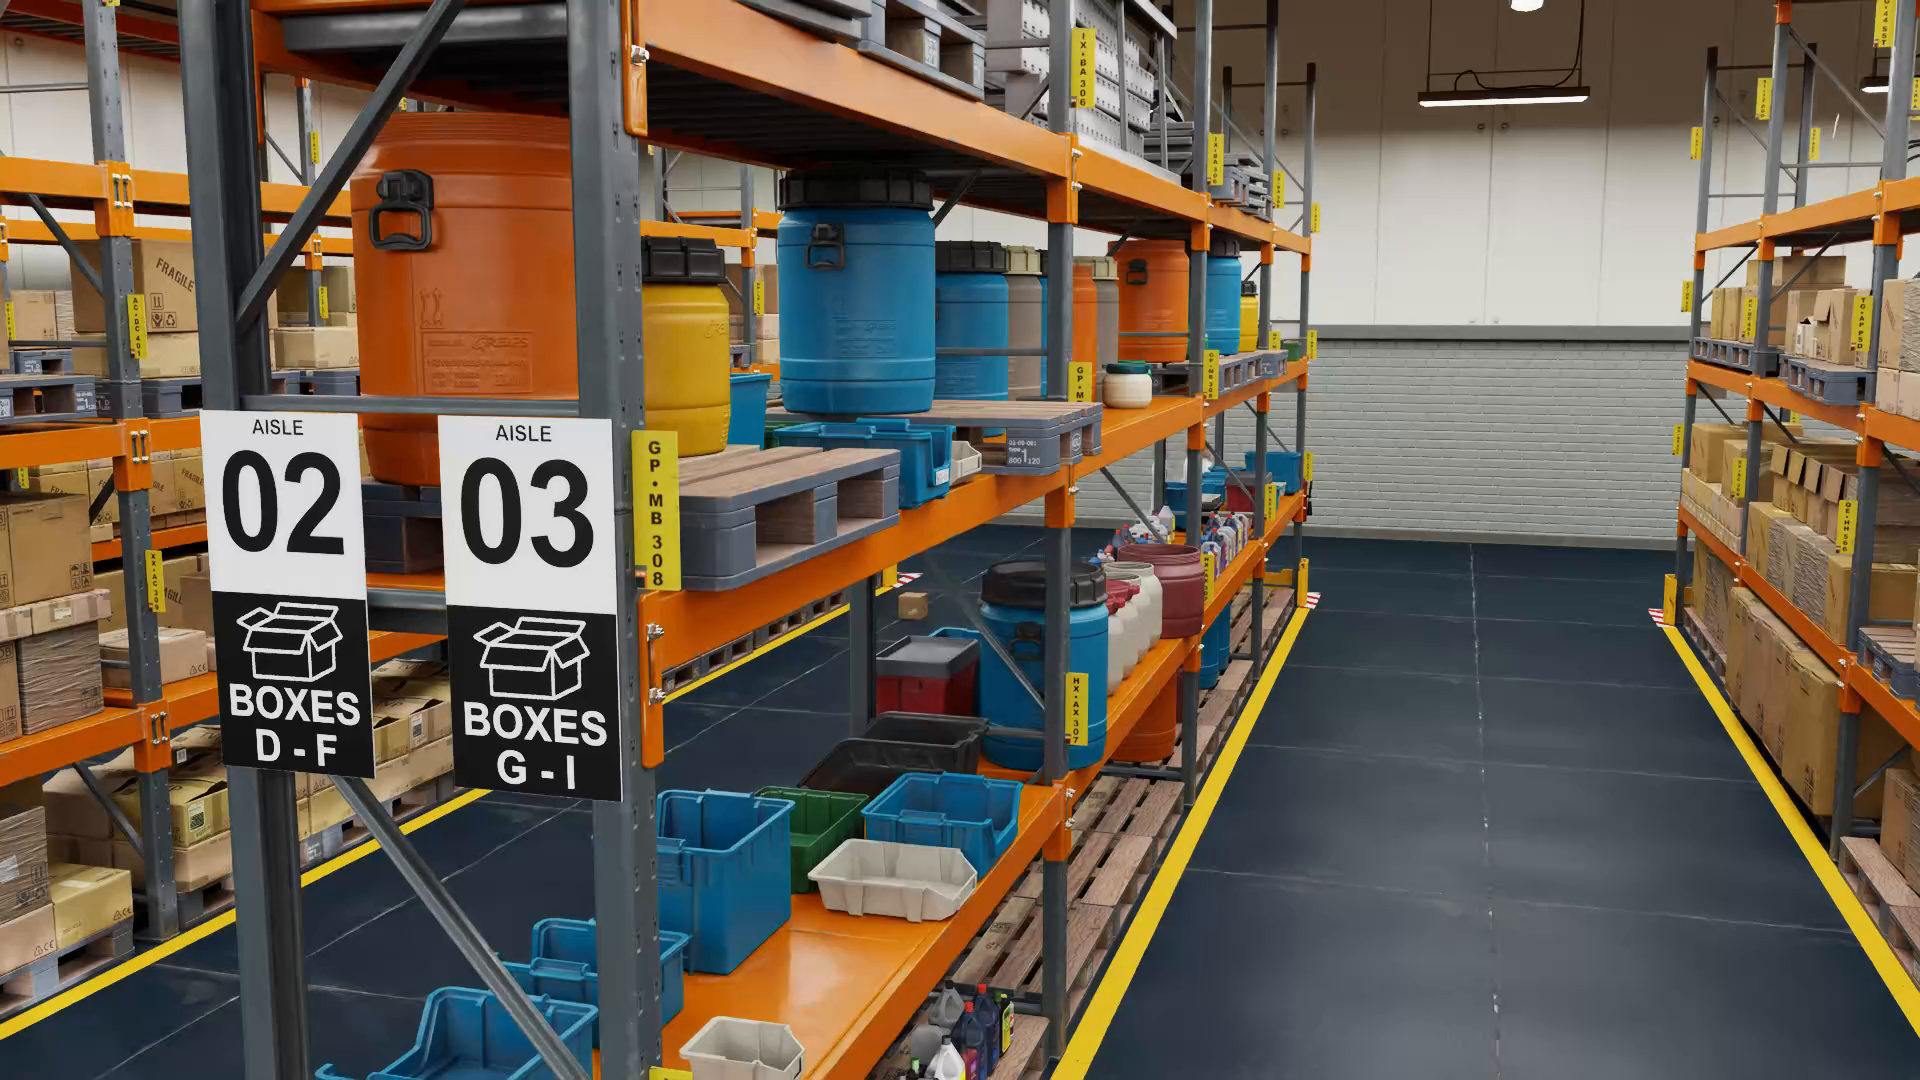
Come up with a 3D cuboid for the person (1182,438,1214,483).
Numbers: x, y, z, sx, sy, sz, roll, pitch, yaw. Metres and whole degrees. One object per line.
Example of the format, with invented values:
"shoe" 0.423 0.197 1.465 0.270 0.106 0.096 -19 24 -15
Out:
"person" 2.984 -0.365 20.356 0.503 1.794 0.658 -3 9 -22
